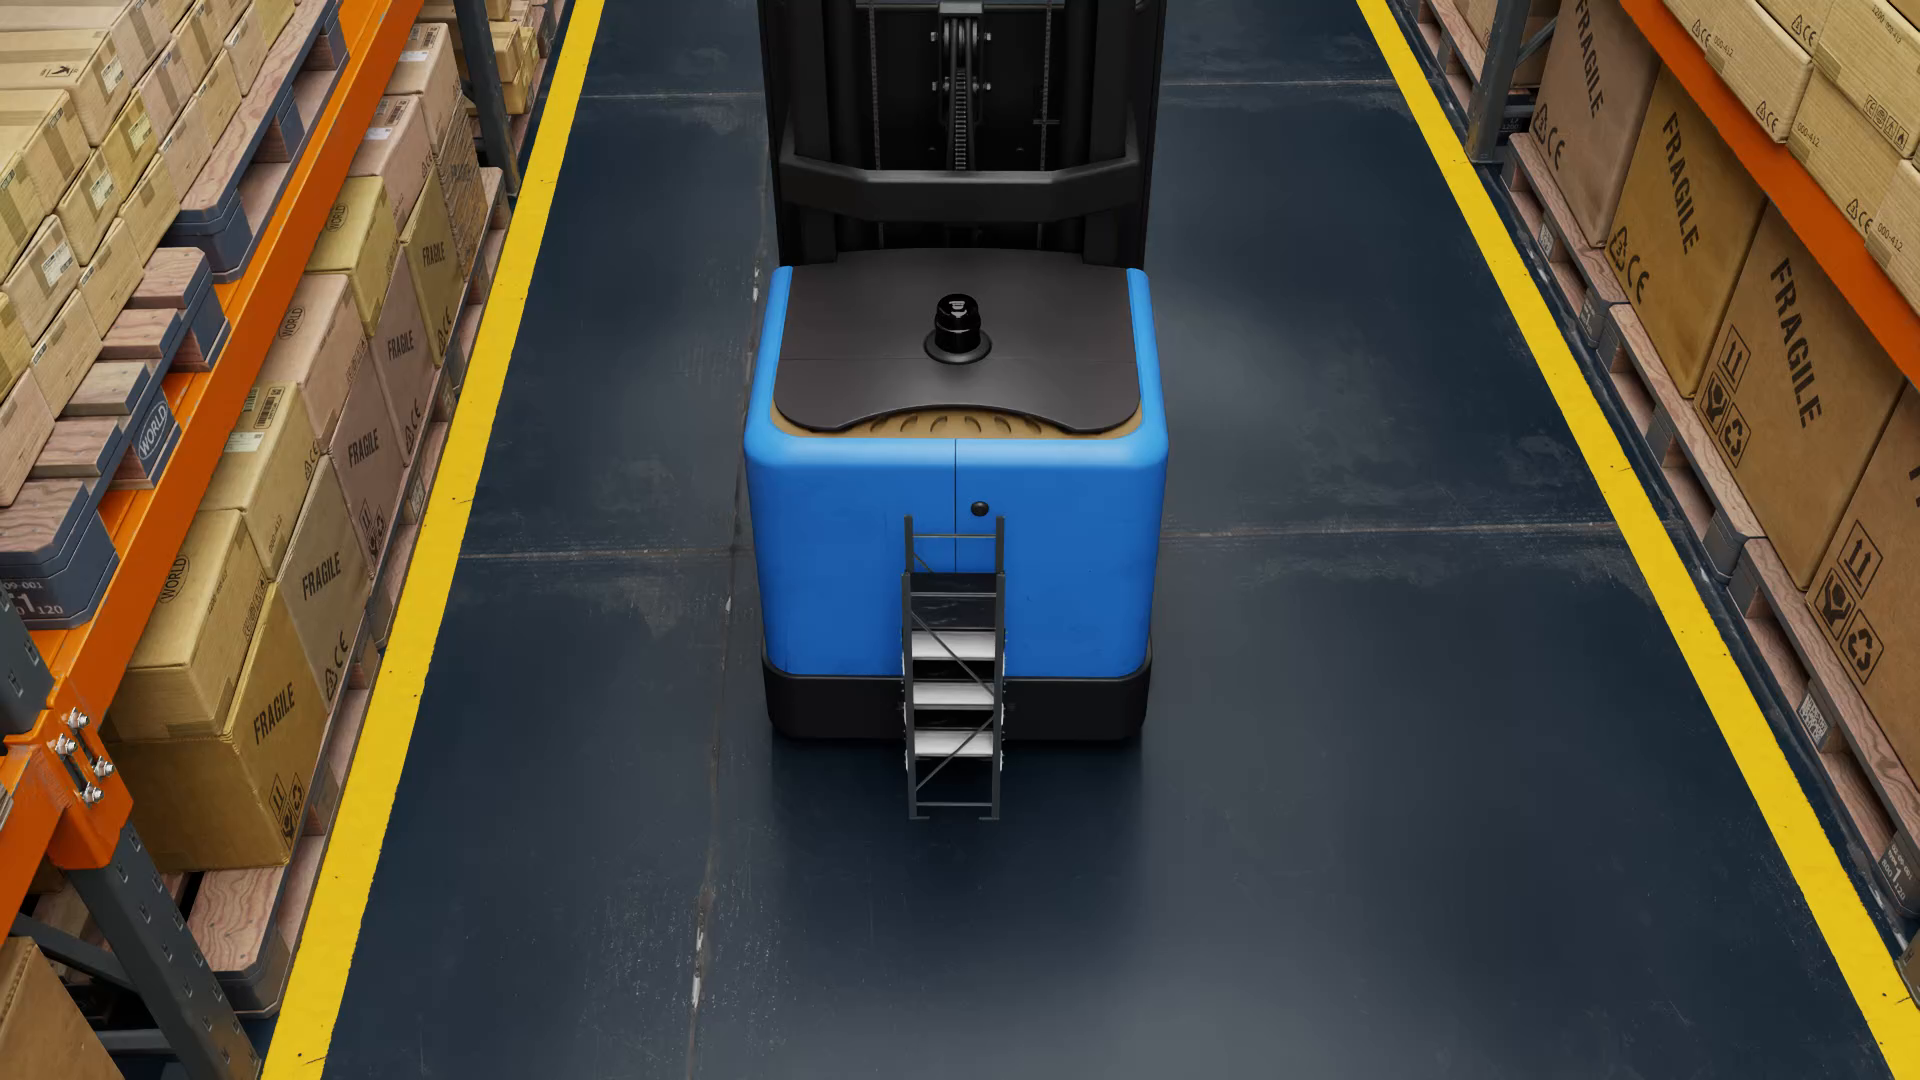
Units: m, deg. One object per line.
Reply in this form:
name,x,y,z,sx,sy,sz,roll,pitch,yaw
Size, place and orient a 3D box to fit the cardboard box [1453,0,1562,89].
cardboard box,2.718,-2.368,7.199,0.875,0.438,0.875,-2,43,-2

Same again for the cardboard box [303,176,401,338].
cardboard box,-1.975,-0.831,4.921,0.500,0.250,0.500,-3,43,-4

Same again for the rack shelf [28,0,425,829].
rack shelf,-2.219,-0.905,4.550,1.077,0.370,4.000,-2,43,-2

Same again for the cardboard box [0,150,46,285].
cardboard box,-1.975,-0.600,3.120,0.380,0.149,0.250,-3,43,-3

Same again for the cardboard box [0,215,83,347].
cardboard box,-1.968,-0.507,3.238,0.380,0.149,0.250,0,43,0

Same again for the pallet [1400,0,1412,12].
pallet,2.628,-3.044,8.415,1.003,0.211,1.213,-2,43,-2

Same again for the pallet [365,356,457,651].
pallet,-2.215,-0.141,5.248,1.003,0.211,1.213,-2,43,-2

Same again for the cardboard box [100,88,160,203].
cardboard box,-1.994,-0.857,3.620,0.380,0.149,0.250,-1,43,-2

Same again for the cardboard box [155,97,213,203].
cardboard box,-2.002,-0.915,3.904,0.380,0.149,0.250,0,43,0

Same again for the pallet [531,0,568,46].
pallet,-2.423,-2.770,8.116,1.003,0.211,1.213,-2,43,-2

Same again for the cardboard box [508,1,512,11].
cardboard box,-2.147,-2.320,7.140,0.380,0.149,0.250,-2,43,-2

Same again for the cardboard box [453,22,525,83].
cardboard box,-2.000,-1.988,6.778,0.380,0.149,0.250,0,43,0

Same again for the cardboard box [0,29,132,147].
cardboard box,-1.991,-0.945,3.496,0.380,0.149,0.250,-3,43,-4

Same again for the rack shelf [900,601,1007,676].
rack shelf,-0.014,0.236,4.110,0.258,0.077,0.200,0,43,1

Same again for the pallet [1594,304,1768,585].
pallet,2.800,-0.358,5.485,1.003,0.211,1.213,-2,43,-2

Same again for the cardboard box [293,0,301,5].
cardboard box,-2.041,-1.620,4.672,0.380,0.149,0.250,-3,43,-4

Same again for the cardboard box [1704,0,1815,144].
cardboard box,2.433,-1.337,4.600,0.500,0.250,0.500,-2,43,-2

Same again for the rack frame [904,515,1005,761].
rack frame,-0.013,0.275,4.284,0.240,0.900,0.006,0,43,1

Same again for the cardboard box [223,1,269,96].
cardboard box,-2.020,-1.261,4.281,0.380,0.149,0.250,-3,43,-3

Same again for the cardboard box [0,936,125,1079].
cardboard box,-2.198,1.268,3.001,1.050,0.750,0.750,-2,43,-2

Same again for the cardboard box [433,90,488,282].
cardboard box,-2.021,-1.261,5.945,0.500,0.500,0.500,-2,43,-3

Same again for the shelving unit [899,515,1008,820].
shelving unit,-0.014,0.344,4.209,0.258,0.900,0.210,0,43,1

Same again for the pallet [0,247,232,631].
pallet,-2.271,-0.227,3.420,1.213,0.211,1.003,-2,43,-2

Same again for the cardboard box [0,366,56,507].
cardboard box,-1.952,-0.190,3.113,0.380,0.149,0.250,-2,43,-2

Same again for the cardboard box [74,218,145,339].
cardboard box,-1.975,-0.553,3.509,0.380,0.149,0.250,0,43,0

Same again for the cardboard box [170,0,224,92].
cardboard box,-2.010,-1.193,3.987,0.380,0.149,0.250,-2,43,-2

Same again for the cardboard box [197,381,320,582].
cardboard box,-1.943,-0.145,4.172,0.500,0.250,0.500,-2,43,-2

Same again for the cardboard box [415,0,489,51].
cardboard box,-2.112,-2.082,6.660,0.380,0.149,0.250,0,43,0

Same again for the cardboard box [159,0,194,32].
cardboard box,-2.018,-1.306,3.890,0.380,0.149,0.250,0,43,0

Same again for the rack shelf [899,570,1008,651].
rack shelf,-0.014,0.169,4.049,0.258,0.077,0.200,0,43,1

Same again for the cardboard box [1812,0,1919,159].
cardboard box,2.465,-1.170,4.048,0.500,0.250,0.500,-3,43,-3

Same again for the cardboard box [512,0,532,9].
cardboard box,-2.133,-2.395,7.442,0.380,0.149,0.250,-2,43,-3

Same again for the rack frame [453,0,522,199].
rack frame,-2.304,-2.520,5.780,1.000,3.000,0.127,-2,43,-2

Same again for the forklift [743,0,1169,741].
forklift,0.008,-1.506,4.723,1.130,2.935,3.031,0,43,1

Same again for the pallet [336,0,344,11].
pallet,-2.417,-1.930,5.277,1.003,0.211,1.213,-2,43,-2

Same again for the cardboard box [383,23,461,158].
cardboard box,-2.020,-1.535,5.689,0.500,0.250,0.500,-3,43,-3

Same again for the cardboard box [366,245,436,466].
cardboard box,-1.982,-0.569,5.190,0.500,0.500,0.500,-3,43,-3

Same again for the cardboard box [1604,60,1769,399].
cardboard box,2.789,-1.076,5.466,0.875,0.875,0.875,-1,43,-1

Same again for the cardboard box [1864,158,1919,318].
cardboard box,2.489,-0.653,3.854,0.500,0.250,0.500,-1,43,-1

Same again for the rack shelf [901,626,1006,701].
rack shelf,-0.014,0.302,4.171,0.258,0.077,0.200,0,43,1

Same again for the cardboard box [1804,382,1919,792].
cardboard box,2.861,0.129,4.151,0.875,0.875,0.875,-2,43,-2

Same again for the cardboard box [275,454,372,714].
cardboard box,-1.934,0.122,4.436,0.500,0.500,0.500,-1,43,-1

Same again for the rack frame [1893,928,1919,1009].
rack frame,2.807,-0.030,3.063,1.000,3.000,0.127,-2,43,-2

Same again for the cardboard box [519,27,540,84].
cardboard box,-2.010,-2.059,7.075,0.380,0.149,0.250,0,43,-1
